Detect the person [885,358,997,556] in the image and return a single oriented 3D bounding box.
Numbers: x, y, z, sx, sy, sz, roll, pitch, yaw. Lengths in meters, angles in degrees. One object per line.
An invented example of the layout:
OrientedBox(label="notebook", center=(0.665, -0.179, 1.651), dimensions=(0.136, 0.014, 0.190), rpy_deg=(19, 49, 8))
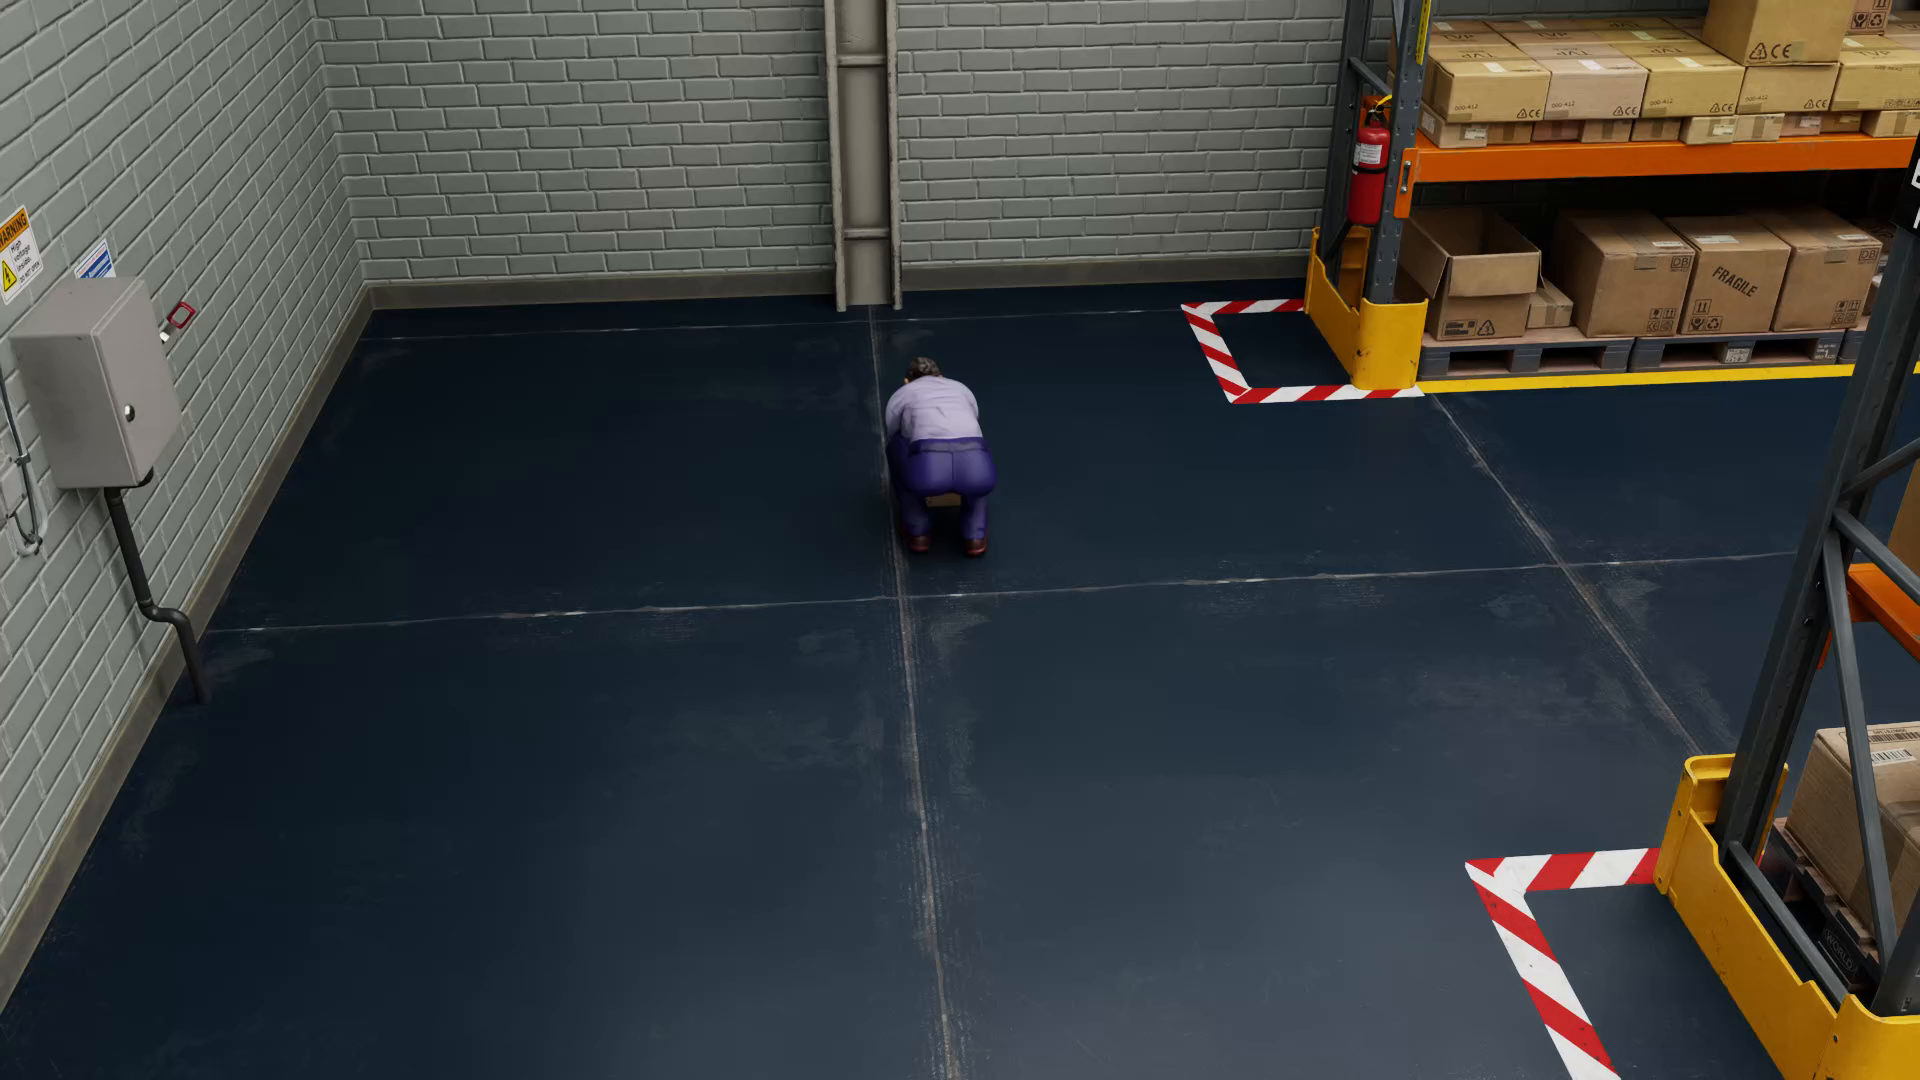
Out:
OrientedBox(label="person", center=(-0.091, -0.366, 7.649), dimensions=(0.495, 0.746, 0.888), rpy_deg=(-4, 31, -6))
